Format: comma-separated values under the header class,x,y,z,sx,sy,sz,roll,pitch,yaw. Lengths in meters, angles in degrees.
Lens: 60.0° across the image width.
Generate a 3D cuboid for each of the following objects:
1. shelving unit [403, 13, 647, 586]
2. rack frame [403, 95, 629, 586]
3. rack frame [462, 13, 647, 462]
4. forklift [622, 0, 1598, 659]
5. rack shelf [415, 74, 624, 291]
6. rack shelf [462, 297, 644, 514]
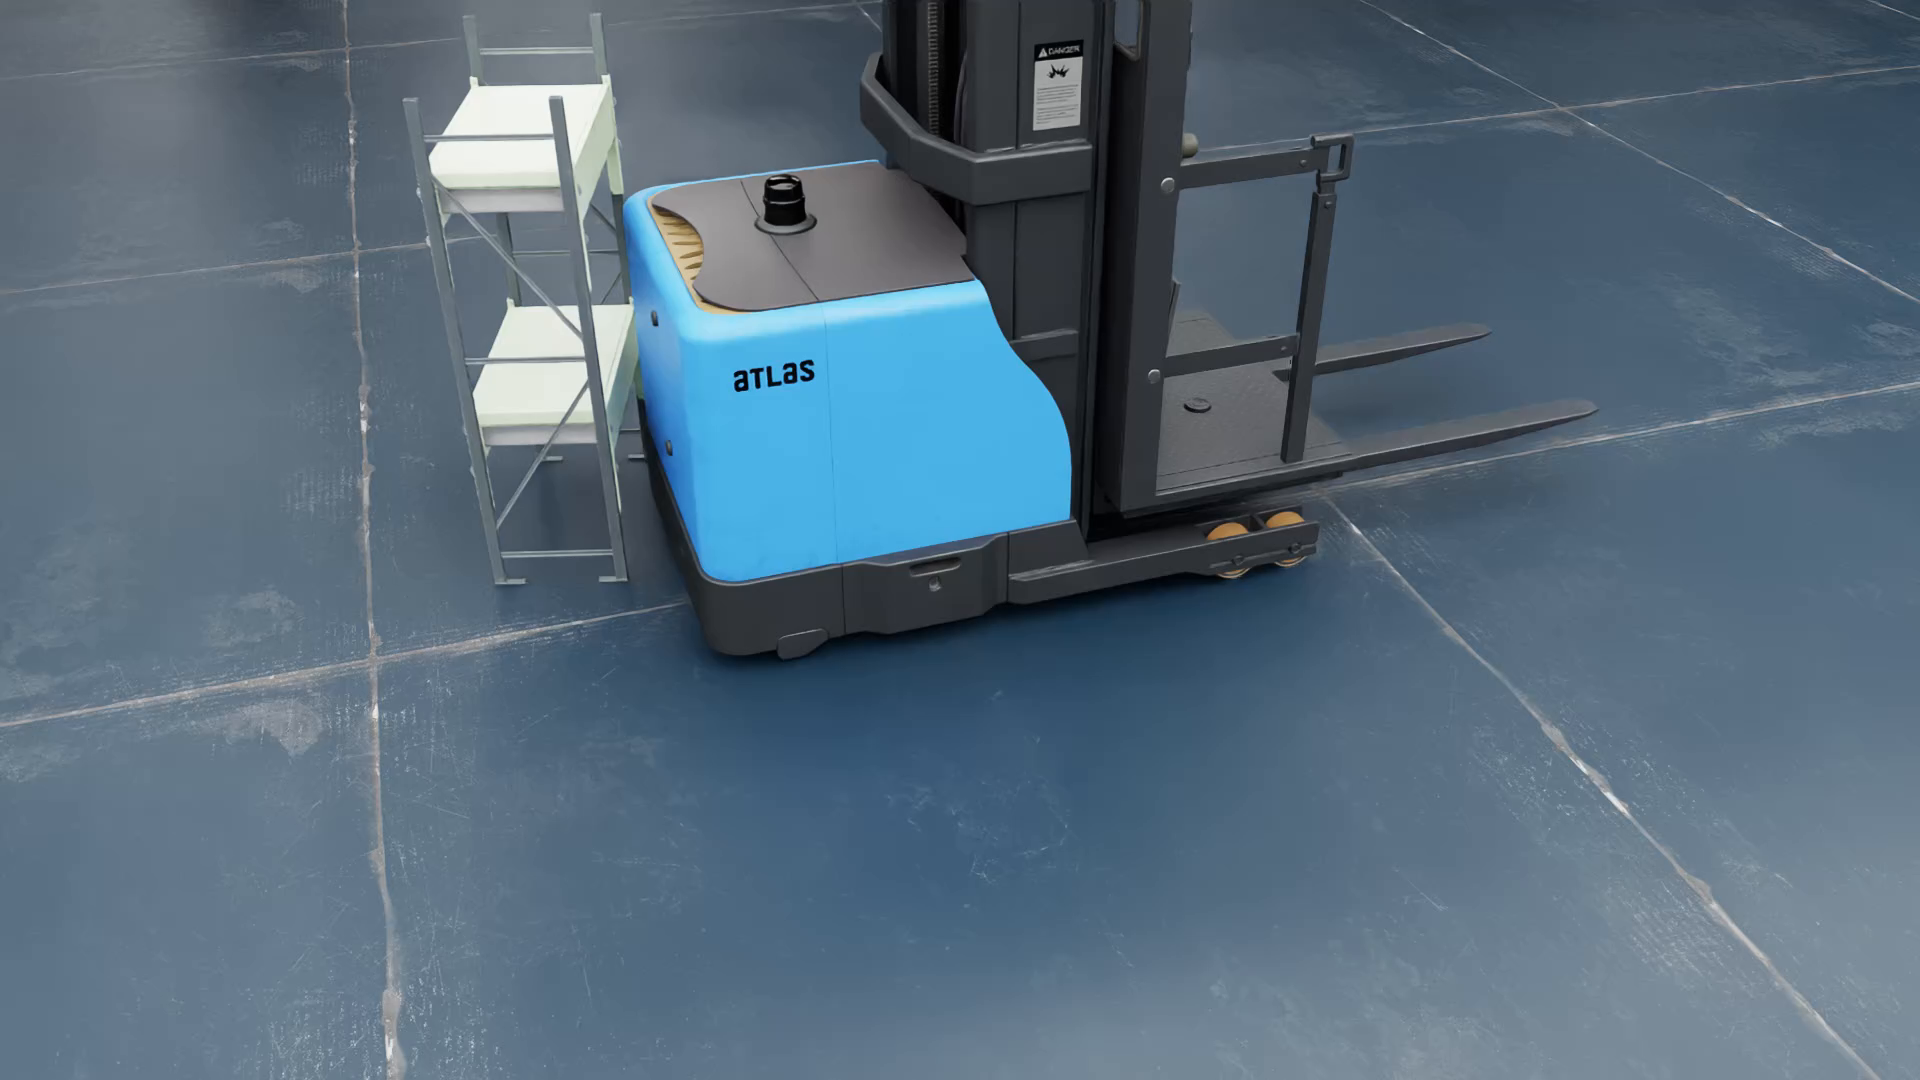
class,x,y,z,sx,sy,sz,roll,pitch,yaw
shelving unit,-1.227,-0.700,4.947,0.431,1.500,0.755,-2,33,-2
rack frame,-1.211,-0.498,4.642,0.400,1.500,0.023,-2,33,-2
rack frame,-1.243,-0.901,5.252,0.400,1.500,0.023,-2,33,-2
forklift,0.576,-1.371,4.666,3.031,2.935,1.130,-11,35,-16
rack shelf,-1.228,-1.025,4.732,0.431,0.370,0.720,-2,33,-2
rack shelf,-1.226,-0.428,5.127,0.431,0.370,0.720,-2,33,-2
